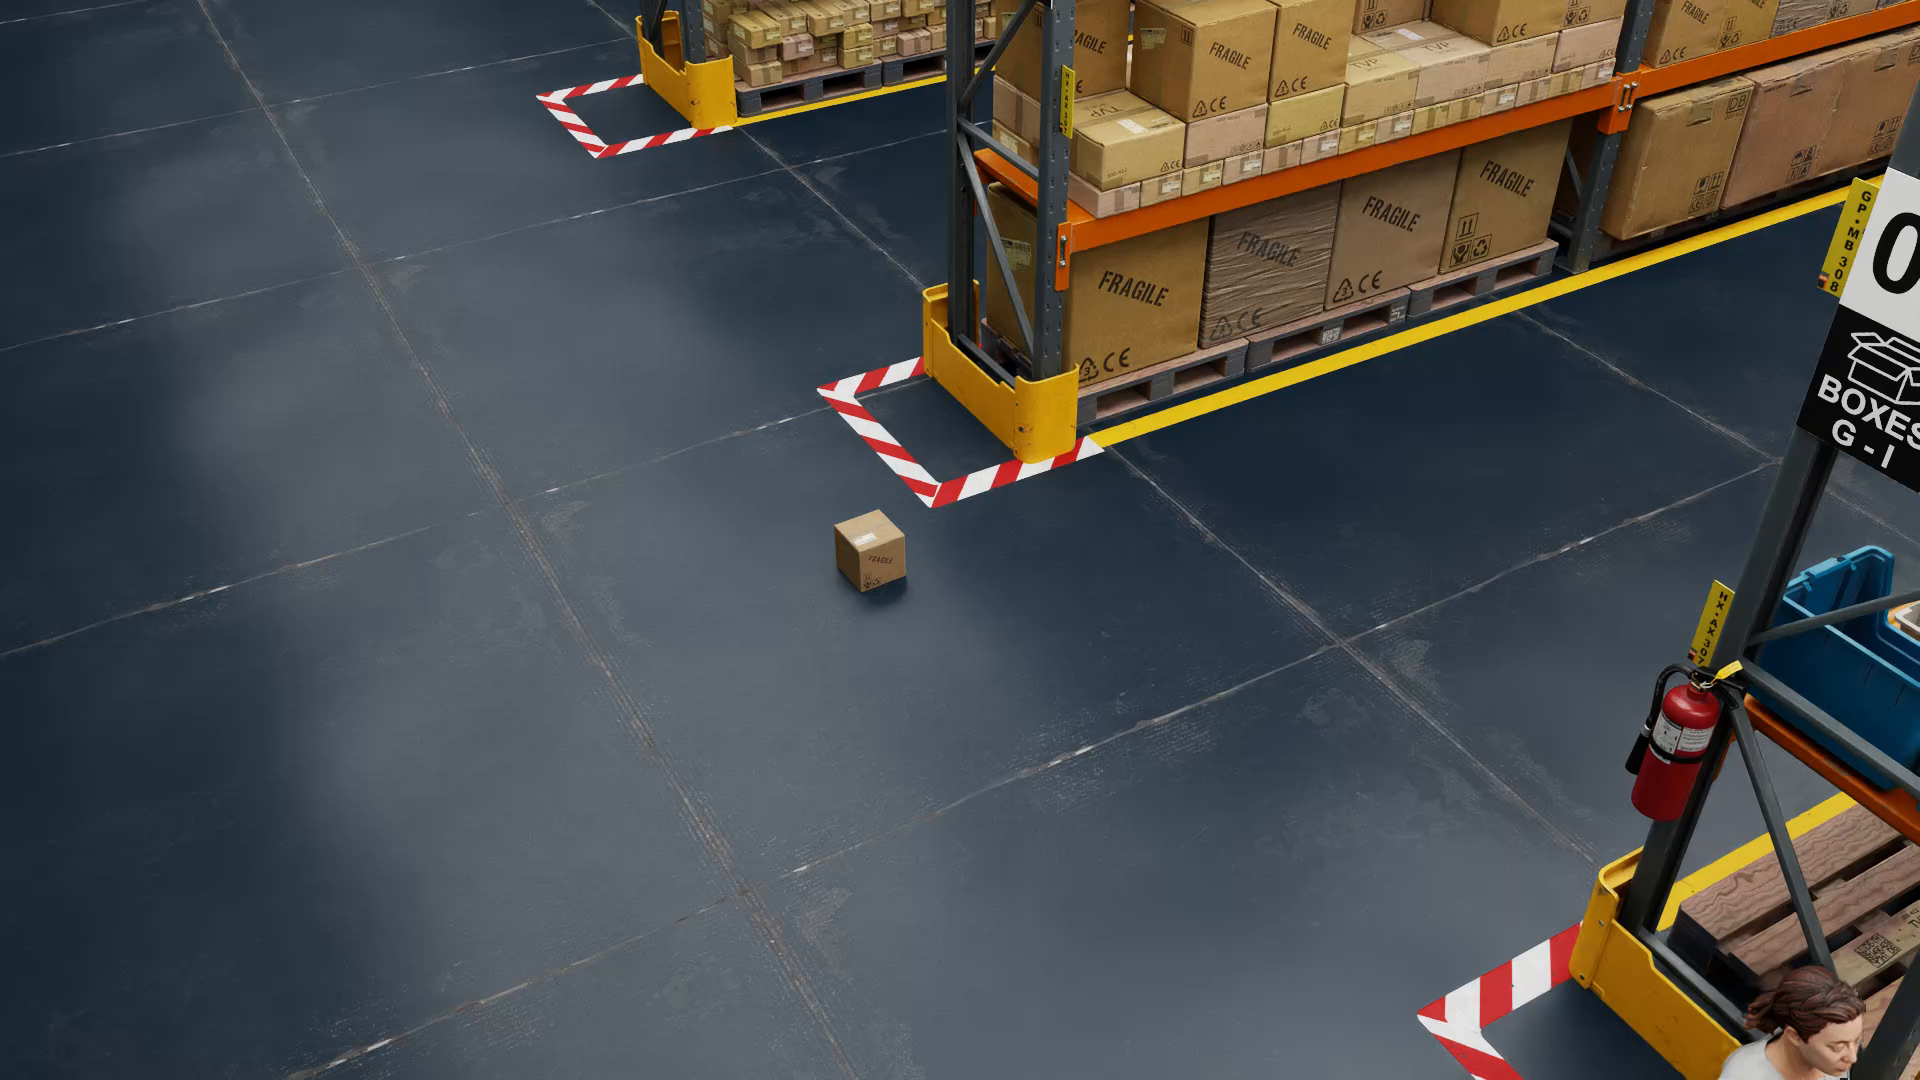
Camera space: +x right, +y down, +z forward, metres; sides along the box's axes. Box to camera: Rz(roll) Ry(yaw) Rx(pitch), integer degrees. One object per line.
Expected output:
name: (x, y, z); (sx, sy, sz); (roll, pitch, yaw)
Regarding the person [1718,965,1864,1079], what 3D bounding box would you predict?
person: (2.167, 1.793, 4.536); (0.494, 1.693, 0.478); (-20, 41, -25)
